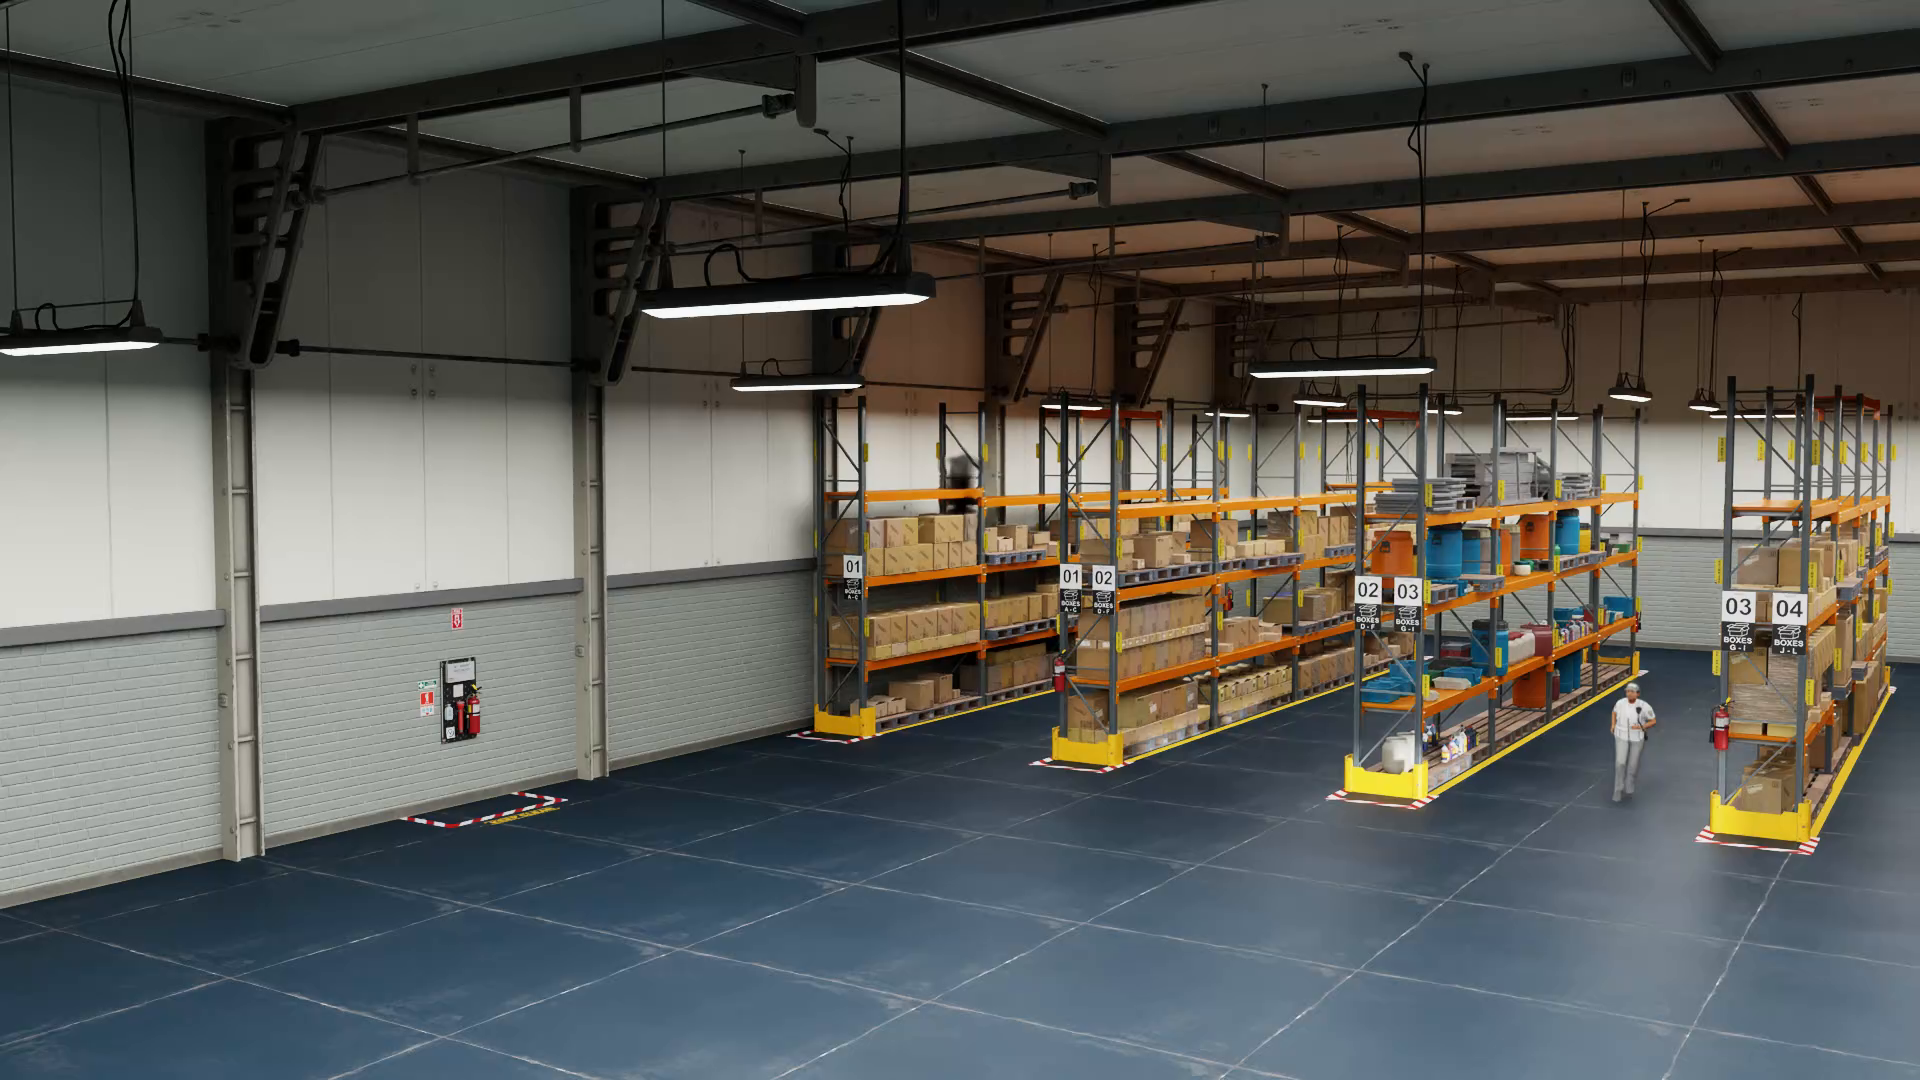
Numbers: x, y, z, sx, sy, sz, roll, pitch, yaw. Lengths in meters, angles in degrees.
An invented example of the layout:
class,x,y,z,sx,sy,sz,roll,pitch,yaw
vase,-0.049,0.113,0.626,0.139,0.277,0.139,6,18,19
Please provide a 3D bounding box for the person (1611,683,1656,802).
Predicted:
class,x,y,z,sx,sy,sz,roll,pitch,yaw
person,9.725,2.921,24.006,0.611,1.735,0.710,2,3,27
